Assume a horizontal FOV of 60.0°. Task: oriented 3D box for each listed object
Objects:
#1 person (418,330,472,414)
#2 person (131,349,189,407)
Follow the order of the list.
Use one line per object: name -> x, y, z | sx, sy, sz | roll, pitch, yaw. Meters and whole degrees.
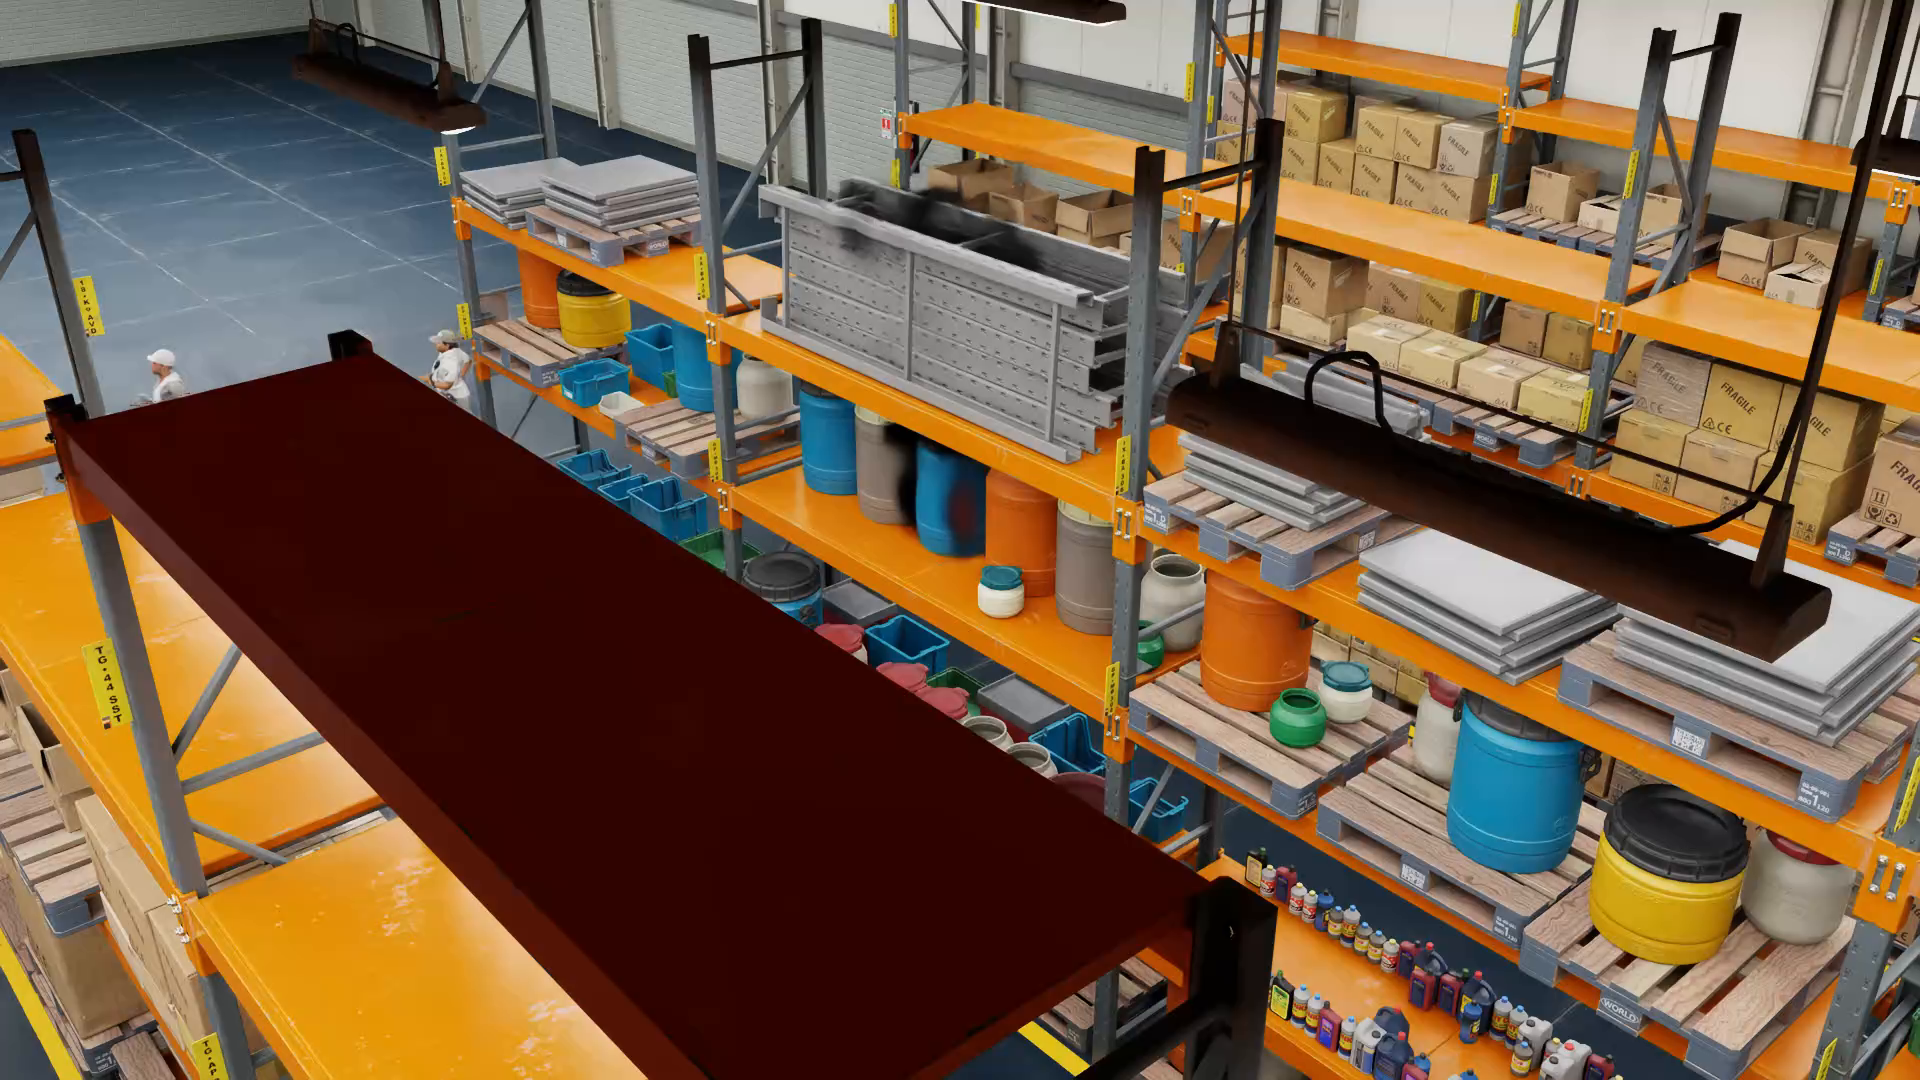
person -> -5.725, -1.571, 18.799 | 0.864, 1.689, 0.594 | -9, 28, -18
person -> -8.502, -1.180, 17.937 | 0.681, 1.809, 0.635 | -9, 28, -17
